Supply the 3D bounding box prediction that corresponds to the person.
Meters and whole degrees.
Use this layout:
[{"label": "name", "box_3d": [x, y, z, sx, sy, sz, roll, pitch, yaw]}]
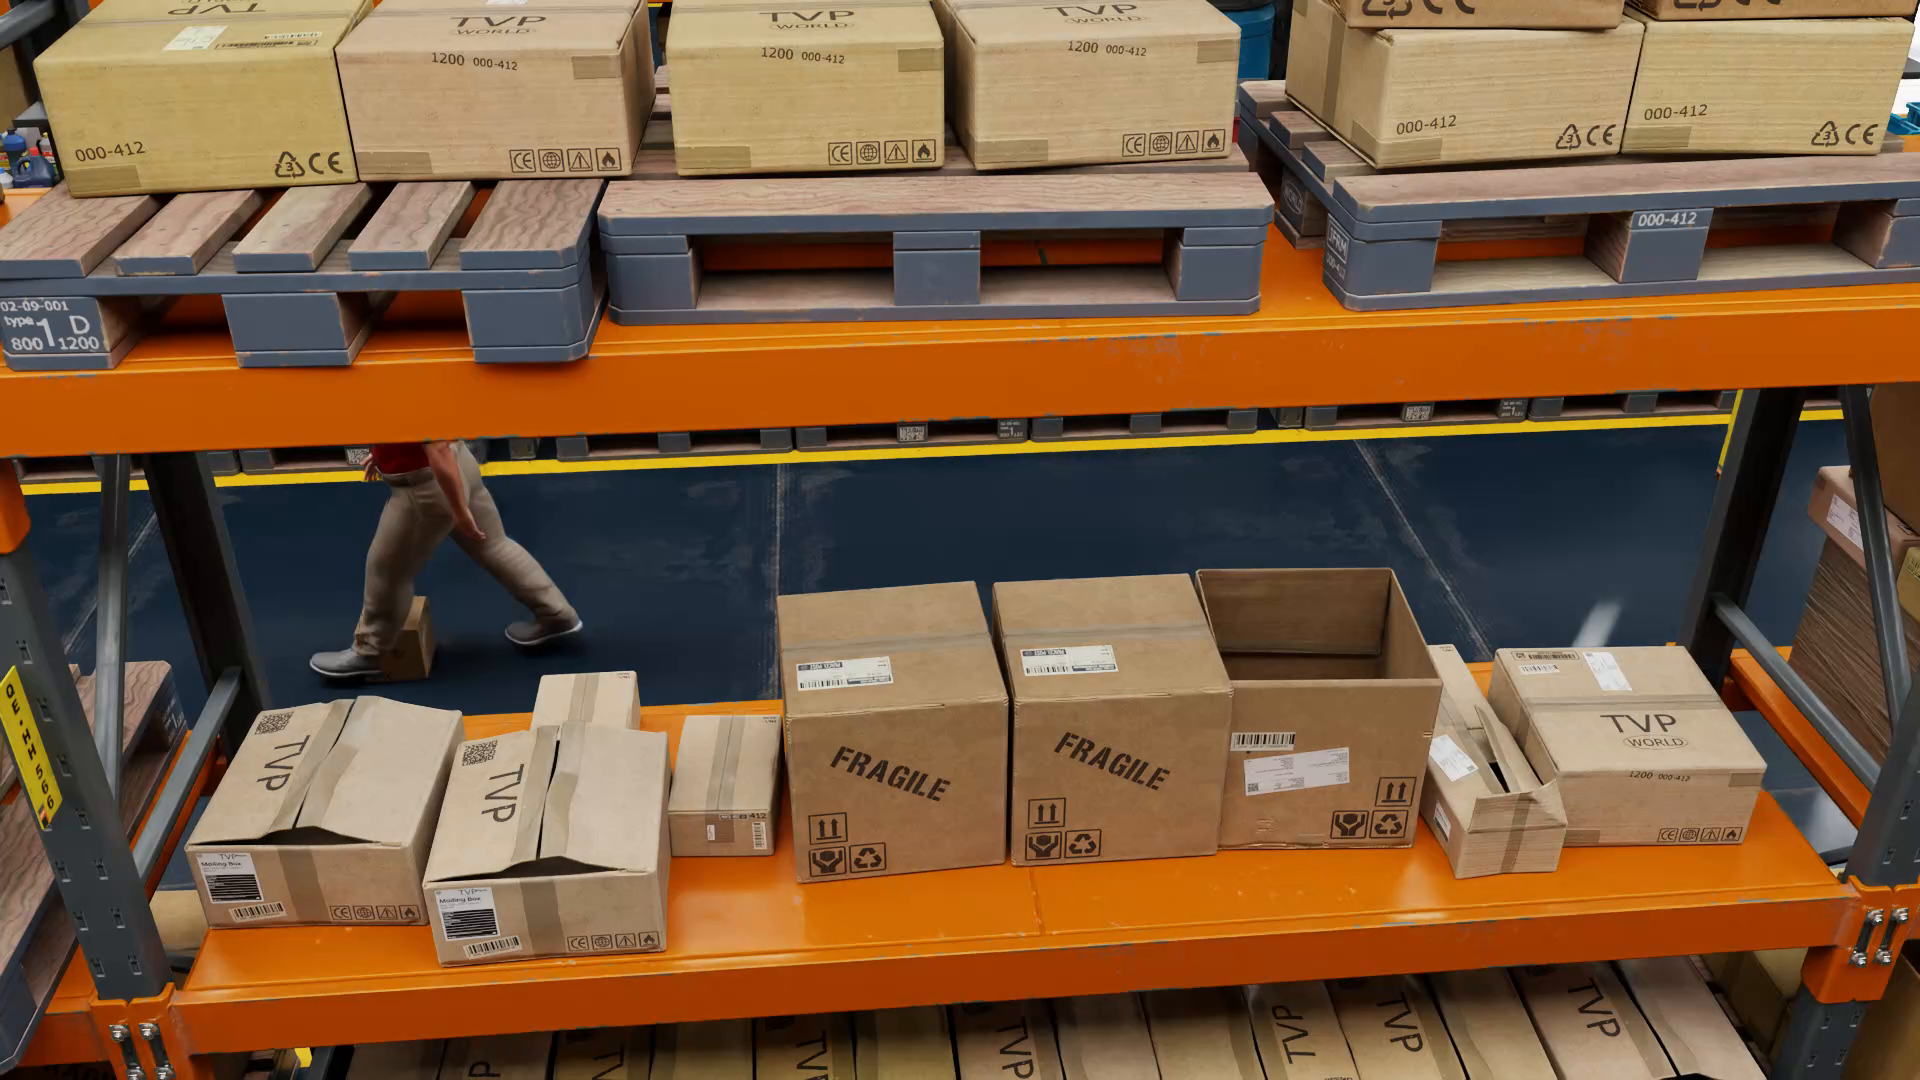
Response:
[{"label": "person", "box_3d": [-2.129, -0.233, 6.538, 1.089, 1.662, 0.564, -2, 31, -3]}]
